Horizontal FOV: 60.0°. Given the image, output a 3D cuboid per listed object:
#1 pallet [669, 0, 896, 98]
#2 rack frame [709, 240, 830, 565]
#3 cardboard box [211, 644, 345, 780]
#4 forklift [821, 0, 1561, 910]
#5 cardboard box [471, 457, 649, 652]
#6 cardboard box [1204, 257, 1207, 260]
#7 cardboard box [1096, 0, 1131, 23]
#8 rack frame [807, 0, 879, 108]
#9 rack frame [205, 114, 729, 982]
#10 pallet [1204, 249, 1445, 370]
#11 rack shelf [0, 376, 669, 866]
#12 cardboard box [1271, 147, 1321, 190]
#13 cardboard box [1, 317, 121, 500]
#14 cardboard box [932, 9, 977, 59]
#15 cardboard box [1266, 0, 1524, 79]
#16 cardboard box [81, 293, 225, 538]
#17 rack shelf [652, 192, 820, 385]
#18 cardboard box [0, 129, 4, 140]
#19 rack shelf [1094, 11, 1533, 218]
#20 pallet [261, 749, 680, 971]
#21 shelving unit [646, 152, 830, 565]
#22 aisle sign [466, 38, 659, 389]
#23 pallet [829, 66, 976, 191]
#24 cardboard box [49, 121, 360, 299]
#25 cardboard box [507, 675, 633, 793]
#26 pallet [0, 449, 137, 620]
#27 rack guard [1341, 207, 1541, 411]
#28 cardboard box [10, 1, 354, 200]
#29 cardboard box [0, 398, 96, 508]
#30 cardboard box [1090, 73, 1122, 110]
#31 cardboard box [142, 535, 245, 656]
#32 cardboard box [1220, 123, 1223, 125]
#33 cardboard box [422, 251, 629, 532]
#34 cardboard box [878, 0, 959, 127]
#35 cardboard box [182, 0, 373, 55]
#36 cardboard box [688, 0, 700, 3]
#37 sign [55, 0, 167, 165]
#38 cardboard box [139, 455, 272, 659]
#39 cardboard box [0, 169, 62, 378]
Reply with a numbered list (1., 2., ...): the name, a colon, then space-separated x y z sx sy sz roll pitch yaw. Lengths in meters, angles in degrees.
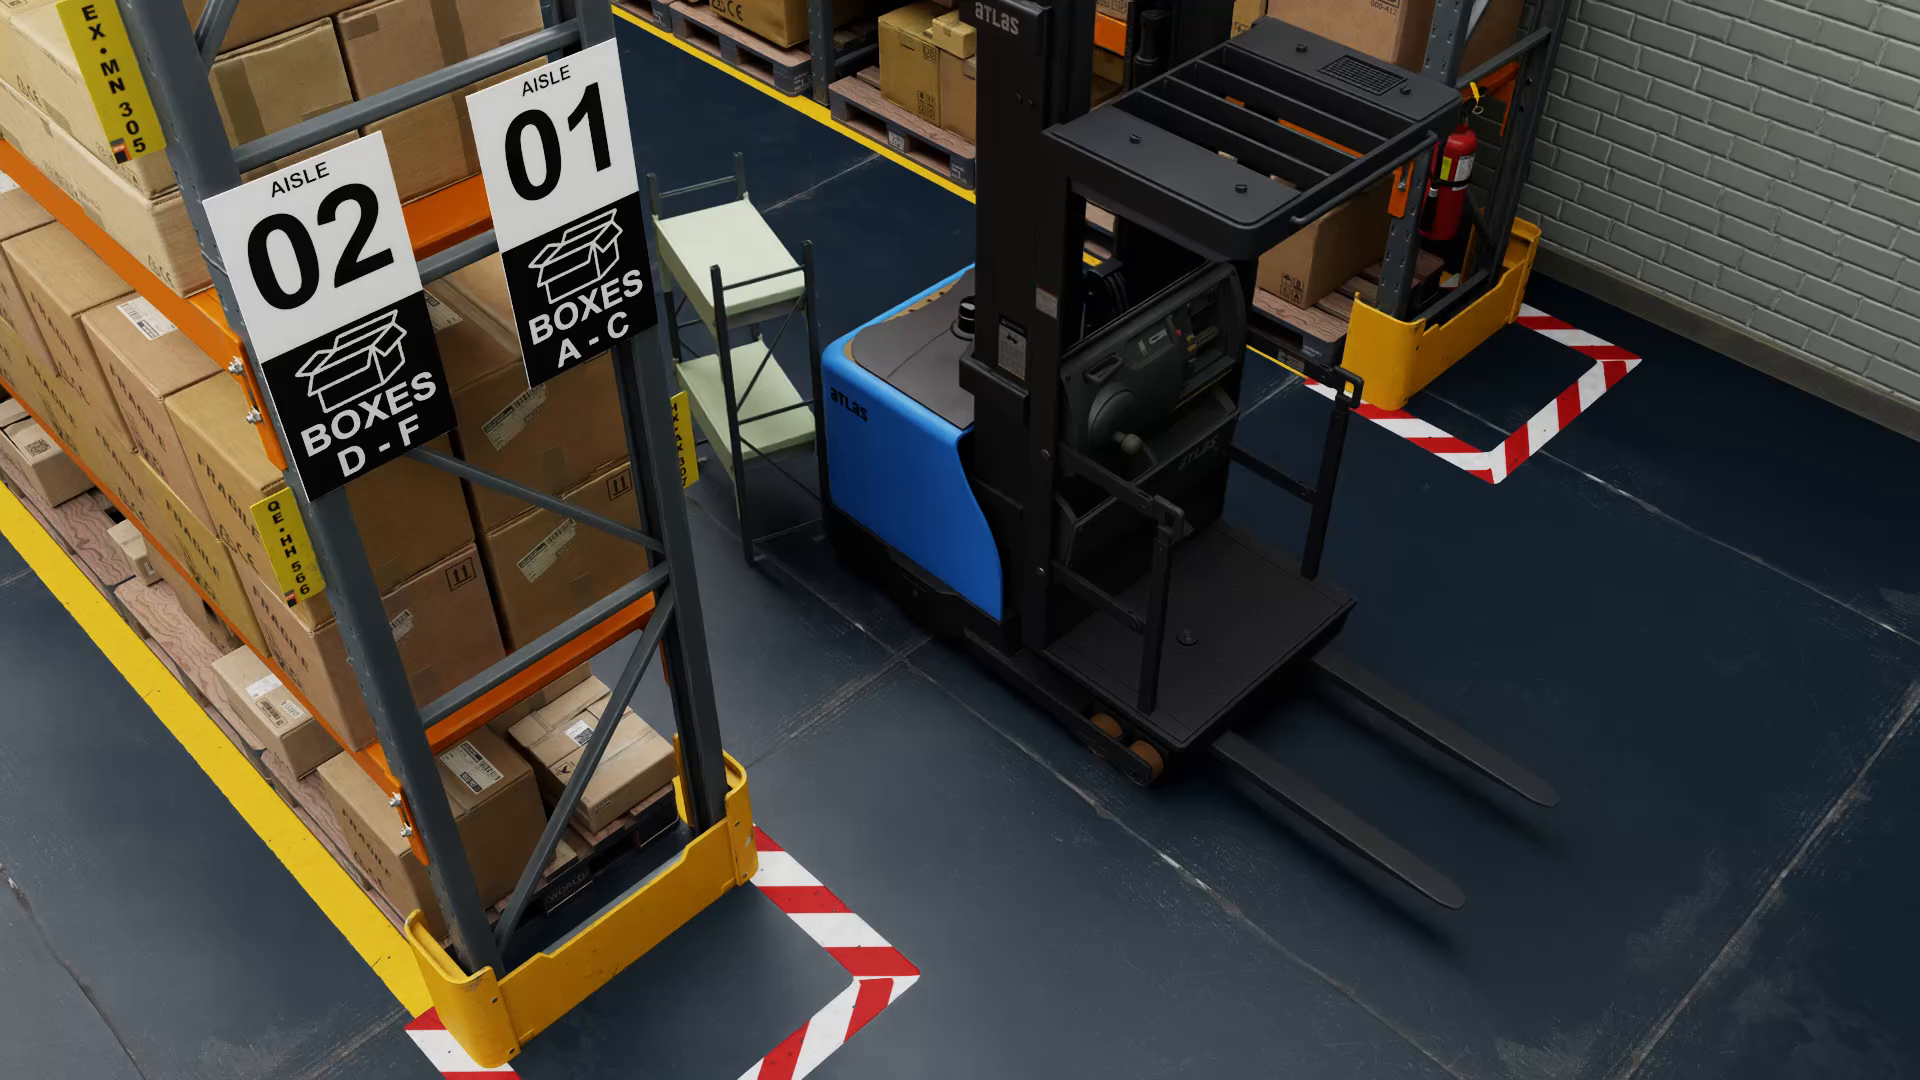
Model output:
1. pallet: -1.097 -3.303 10.669 1.003 0.211 1.213 -34 53 -31
2. rack frame: -0.740 -0.512 6.699 0.400 1.500 0.023 -19 46 -19
3. cardboard box: -2.387 0.540 6.157 0.500 0.250 0.500 -34 53 -31
4. forklift: 0.837 -0.558 5.694 1.130 2.935 3.031 -34 53 -31
5. cardboard box: -1.305 -0.071 5.043 0.500 0.500 0.500 -33 52 -30
6. cardboard box: 1.408 -1.835 8.558 0.500 0.500 0.700 34 53 31
7. cardboard box: 0.905 -3.136 8.212 0.700 0.700 0.980 32 51 30
8. rack frame: -0.499 -3.992 9.360 1.000 3.000 0.127 -34 53 -31
9. rack frame: -1.178 0.306 4.709 1.000 3.000 0.127 -34 53 -31
10. pallet: 1.706 -1.393 8.602 1.003 0.211 1.213 -34 53 -31
11. rack shelf: -2.591 -0.391 5.993 1.077 0.370 4.000 -34 53 -31
12. cardboard box: 1.541 -1.808 8.050 0.250 0.149 0.380 34 52 31
13. cardboard box: -2.761 -0.548 5.559 0.500 0.500 0.500 33 52 31
14. cardboard box: 0.070 -2.806 9.131 0.380 0.149 0.250 -32 52 -30
15. cardboard box: 1.959 -2.421 7.438 0.980 0.700 0.700 -32 51 -30
16. cardboard box: -2.045 -0.423 4.687 0.500 0.500 0.500 -33 52 -30
17. rack shelf: -0.902 -1.021 6.675 0.431 0.370 0.720 -19 46 -19
18. cardboard box: -2.436 -1.341 4.391 0.500 0.250 0.500 -34 53 -31
19. rack shelf: 0.914 -2.767 8.564 1.077 0.370 4.000 -34 53 -31
20. pallet: -1.796 0.911 6.109 1.003 0.211 1.213 -34 53 -31
21. shelving unit: -0.902 -0.735 6.940 0.431 1.500 0.755 -19 46 -19
22. aisle sign: -0.922 -0.757 3.944 0.394 0.787 0.004 -34 53 -31
23. pallet: -0.017 -2.565 9.871 1.003 0.211 1.213 -34 53 -31
24. cardboard box: -1.728 -0.861 3.872 0.500 0.250 0.500 -34 53 -31
25. cardboard box: -1.407 0.699 6.047 0.380 0.166 0.250 -34 53 -31
26. pallet: -3.519 -0.262 7.378 1.003 0.211 1.213 -34 53 -31
27. rack guard: 2.343 -1.141 8.116 1.175 0.500 0.348 -34 53 -31
28. cardboard box: -1.722 -1.049 3.707 0.500 0.250 0.500 -34 53 -31
29. cardboard box: -3.860 -0.485 7.222 0.500 0.311 0.500 -34 53 -31
30. cardboard box: 0.670 -2.329 9.093 0.700 0.500 0.500 -33 52 -30
31. cardboard box: -2.673 0.039 6.513 0.797 0.503 0.637 -34 53 -31
32. cardboard box: 1.456 -2.232 8.510 0.380 0.149 0.250 -34 52 -31
33. cardboard box: -1.305 -0.438 4.703 0.500 0.500 0.500 -32 52 -30
34. cardboard box: -0.043 -2.820 9.624 0.700 0.500 0.500 -33 52 -31
35. cardboard box: -1.553 -1.439 3.576 0.700 0.500 0.500 -34 53 -31
36. cardboard box: -1.680 -4.033 10.679 0.750 0.750 0.750 -32 52 -30
37. sign: -1.586 -0.865 3.113 0.100 0.325 0.005 -34 53 -31
38. cardboard box: -2.056 -0.063 5.035 0.500 0.500 0.500 -34 52 -31
39. cardboard box: -2.777 -0.916 5.221 0.500 0.500 0.500 -32 52 -30
